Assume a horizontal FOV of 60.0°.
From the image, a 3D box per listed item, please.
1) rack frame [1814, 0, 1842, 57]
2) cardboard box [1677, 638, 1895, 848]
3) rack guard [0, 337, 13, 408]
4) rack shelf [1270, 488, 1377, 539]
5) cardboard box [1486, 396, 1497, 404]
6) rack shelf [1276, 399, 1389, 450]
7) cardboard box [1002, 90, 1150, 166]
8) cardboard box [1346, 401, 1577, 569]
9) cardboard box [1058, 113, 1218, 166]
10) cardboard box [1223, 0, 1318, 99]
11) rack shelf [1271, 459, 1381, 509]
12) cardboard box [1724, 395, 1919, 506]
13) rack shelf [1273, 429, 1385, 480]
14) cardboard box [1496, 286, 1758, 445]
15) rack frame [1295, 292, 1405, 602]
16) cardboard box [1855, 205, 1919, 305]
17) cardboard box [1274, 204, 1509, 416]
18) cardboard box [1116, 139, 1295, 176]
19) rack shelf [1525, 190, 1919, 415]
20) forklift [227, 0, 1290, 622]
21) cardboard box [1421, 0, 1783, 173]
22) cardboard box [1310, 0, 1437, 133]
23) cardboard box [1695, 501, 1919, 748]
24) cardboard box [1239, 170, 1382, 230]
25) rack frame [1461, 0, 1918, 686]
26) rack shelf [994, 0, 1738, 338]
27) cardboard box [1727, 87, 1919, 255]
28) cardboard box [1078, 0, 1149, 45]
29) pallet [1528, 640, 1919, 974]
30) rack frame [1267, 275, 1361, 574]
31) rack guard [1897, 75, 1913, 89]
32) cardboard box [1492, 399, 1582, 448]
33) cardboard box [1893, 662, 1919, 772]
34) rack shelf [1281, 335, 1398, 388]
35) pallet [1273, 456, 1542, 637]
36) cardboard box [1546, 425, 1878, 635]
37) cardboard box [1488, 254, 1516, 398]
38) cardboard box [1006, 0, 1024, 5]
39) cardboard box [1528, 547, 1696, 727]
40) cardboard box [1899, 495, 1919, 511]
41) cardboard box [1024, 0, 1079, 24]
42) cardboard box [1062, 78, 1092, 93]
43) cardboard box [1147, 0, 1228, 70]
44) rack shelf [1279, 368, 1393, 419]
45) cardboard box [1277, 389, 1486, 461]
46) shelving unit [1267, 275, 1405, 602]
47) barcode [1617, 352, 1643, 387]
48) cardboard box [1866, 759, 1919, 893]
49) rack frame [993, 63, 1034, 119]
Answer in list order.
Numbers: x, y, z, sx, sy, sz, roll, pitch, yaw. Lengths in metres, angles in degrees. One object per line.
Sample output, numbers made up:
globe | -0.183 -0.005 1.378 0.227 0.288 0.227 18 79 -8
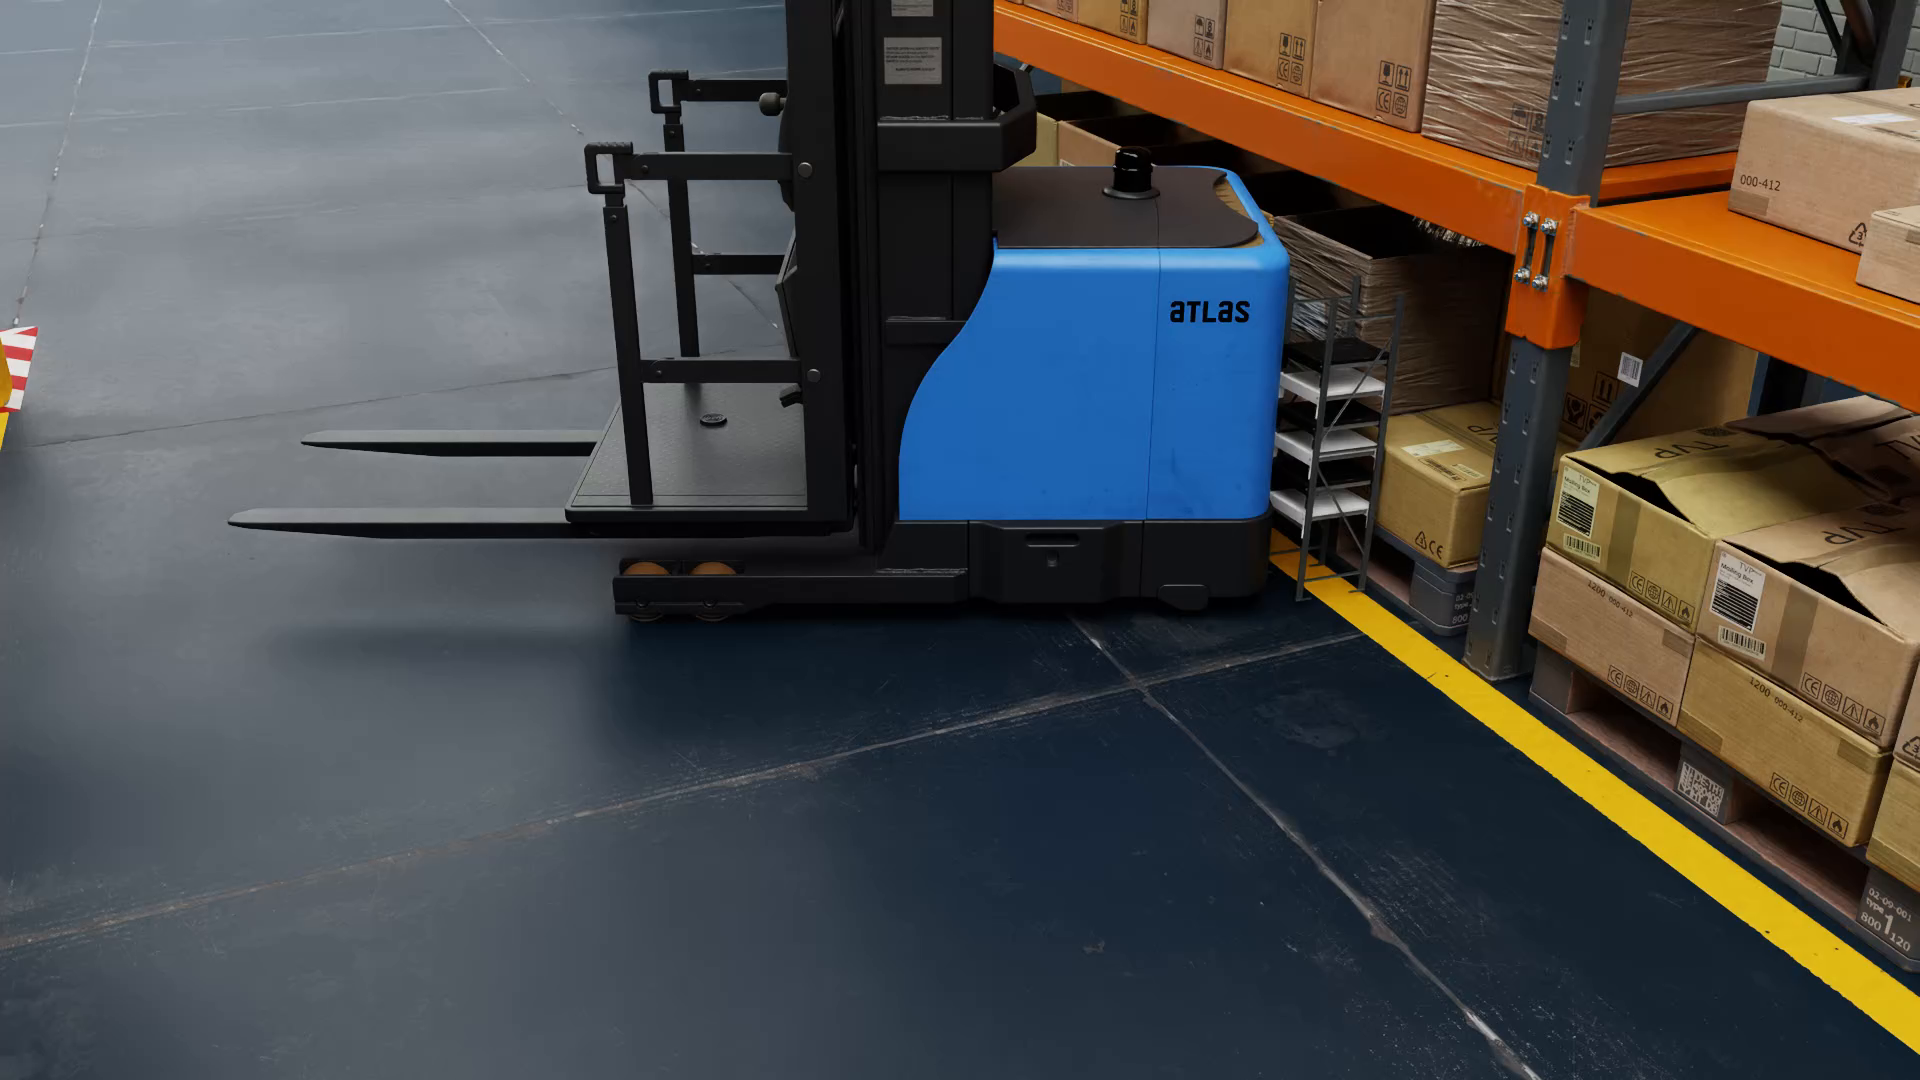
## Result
rack frame | 4.847 -3.537 9.075 1.000 3.000 0.127 -11 28 -21
cardboard box | 1.986 0.390 3.688 0.500 0.250 0.500 -10 28 -19
rack guard | -4.196 -0.689 6.091 1.175 0.500 0.348 -11 28 -21
rack shelf | 1.051 -0.091 4.868 0.258 0.077 0.200 -8 25 -22
cardboard box | 1.763 -0.464 5.438 0.500 0.250 0.500 -11 28 -21
rack shelf | 1.060 -0.340 4.764 0.258 0.077 0.200 -8 25 -22
cardboard box | 0.493 -1.518 6.741 0.500 0.500 0.500 -11 28 -21
cardboard box | 1.474 -0.172 4.839 0.500 0.250 0.500 -11 28 -21
cardboard box | 0.701 -1.318 6.332 0.500 0.500 0.500 -11 28 -21
cardboard box | 1.272 -1.707 5.214 0.700 0.500 0.500 -10 28 -20
rack shelf | 1.054 -0.174 4.833 0.258 0.077 0.200 -8 25 -22
cardboard box | 2.279 -0.160 4.175 0.500 0.311 0.500 -11 28 -21
rack shelf | 1.057 -0.257 4.798 0.258 0.077 0.200 -8 25 -22
cardboard box | 1.963 -0.600 4.861 0.500 0.500 0.500 -11 28 -21
rack frame | 1.098 -0.251 4.700 0.240 0.900 0.006 -8 25 -22
cardboard box | 2.016 -0.563 3.272 0.380 0.149 0.250 -11 28 -21
cardboard box | 1.289 -0.713 5.092 0.500 0.500 0.500 -11 28 -21
cardboard box | 0.880 -1.113 5.912 0.500 0.500 0.500 -11 28 -21
rack shelf | 2.640 0.061 2.525 1.077 0.370 4.000 -11 28 -21
forklift | -0.625 -1.316 4.605 3.031 2.935 1.130 0 26 0
cardboard box | 1.677 -1.292 4.364 0.700 0.500 0.500 -11 28 -22
cardboard box | 1.465 -1.504 4.798 0.700 0.500 0.500 -11 28 -21
cardboard box | 1.980 0.138 3.564 0.500 0.311 0.500 -11 28 -21
cardboard box | 1.090 -0.914 5.504 0.500 0.500 0.500 -11 28 -21
rack frame | 1.857 -1.069 4.021 1.000 3.000 0.127 -11 28 -21
rack shelf | 1.073 -1.553 5.833 1.077 0.370 4.000 -11 28 -21
cardboard box | 2.090 -0.811 3.662 0.500 0.250 0.500 -9 27 -17
cardboard box | 0.860 -2.126 6.071 0.700 0.500 0.500 -10 28 -20
pallet | 2.181 0.475 4.037 1.003 0.211 1.213 -11 28 -21
rack frame | 1.018 -0.325 4.871 0.240 0.900 0.006 -8 25 -22
rack guard | 4.876 -2.383 9.560 1.175 0.500 0.348 -11 28 -21
cardboard box | 1.954 -0.262 5.022 0.500 0.250 0.500 -11 28 -21
cardboard box | 2.184 0.347 3.137 0.500 0.311 0.500 -12 28 -22
rack shelf | 1.065 -0.506 4.694 0.258 0.077 0.200 -8 25 -22
pallet | 1.584 -0.144 5.305 1.003 0.211 1.213 -11 28 -21
cardboard box | 1.789 -0.065 3.980 0.500 0.311 0.500 -10 28 -20
cardboard box | 1.760 -0.801 5.272 0.500 0.500 0.500 -11 28 -21
cardboard box | 0.461 -2.538 6.916 0.700 0.500 0.500 -11 28 -21
cardboard box | 1.787 0.183 4.111 0.500 0.250 0.500 -11 28 -22
cardboard box | 2.489 0.049 3.747 0.500 0.311 0.500 -10 28 -19
cardboard box | 0.671 -2.327 6.483 0.700 0.500 0.500 -10 28 -19
cardboard box | 0.774 -1.809 7.336 0.500 0.500 0.500 -11 28 -21
cardboard box | 1.070 -1.914 5.637 0.700 0.500 0.500 -10 28 -19
rack shelf | 1.063 -0.423 4.729 0.258 0.077 0.200 -8 25 -22
cardboard box | 1.287 -0.376 5.256 0.500 0.250 0.500 -11 28 -21
shelving unit | 1.058 -0.288 4.786 0.258 0.900 0.210 -8 25 -22
barcode | 1.573 -0.401 3.905 0.001 0.075 0.075 -11 28 -21
cardboard box | 2.191 0.598 3.261 0.500 0.250 0.500 -11 28 -22
rack frame | 0.290 -2.684 7.328 1.000 3.000 0.127 -11 28 -21
